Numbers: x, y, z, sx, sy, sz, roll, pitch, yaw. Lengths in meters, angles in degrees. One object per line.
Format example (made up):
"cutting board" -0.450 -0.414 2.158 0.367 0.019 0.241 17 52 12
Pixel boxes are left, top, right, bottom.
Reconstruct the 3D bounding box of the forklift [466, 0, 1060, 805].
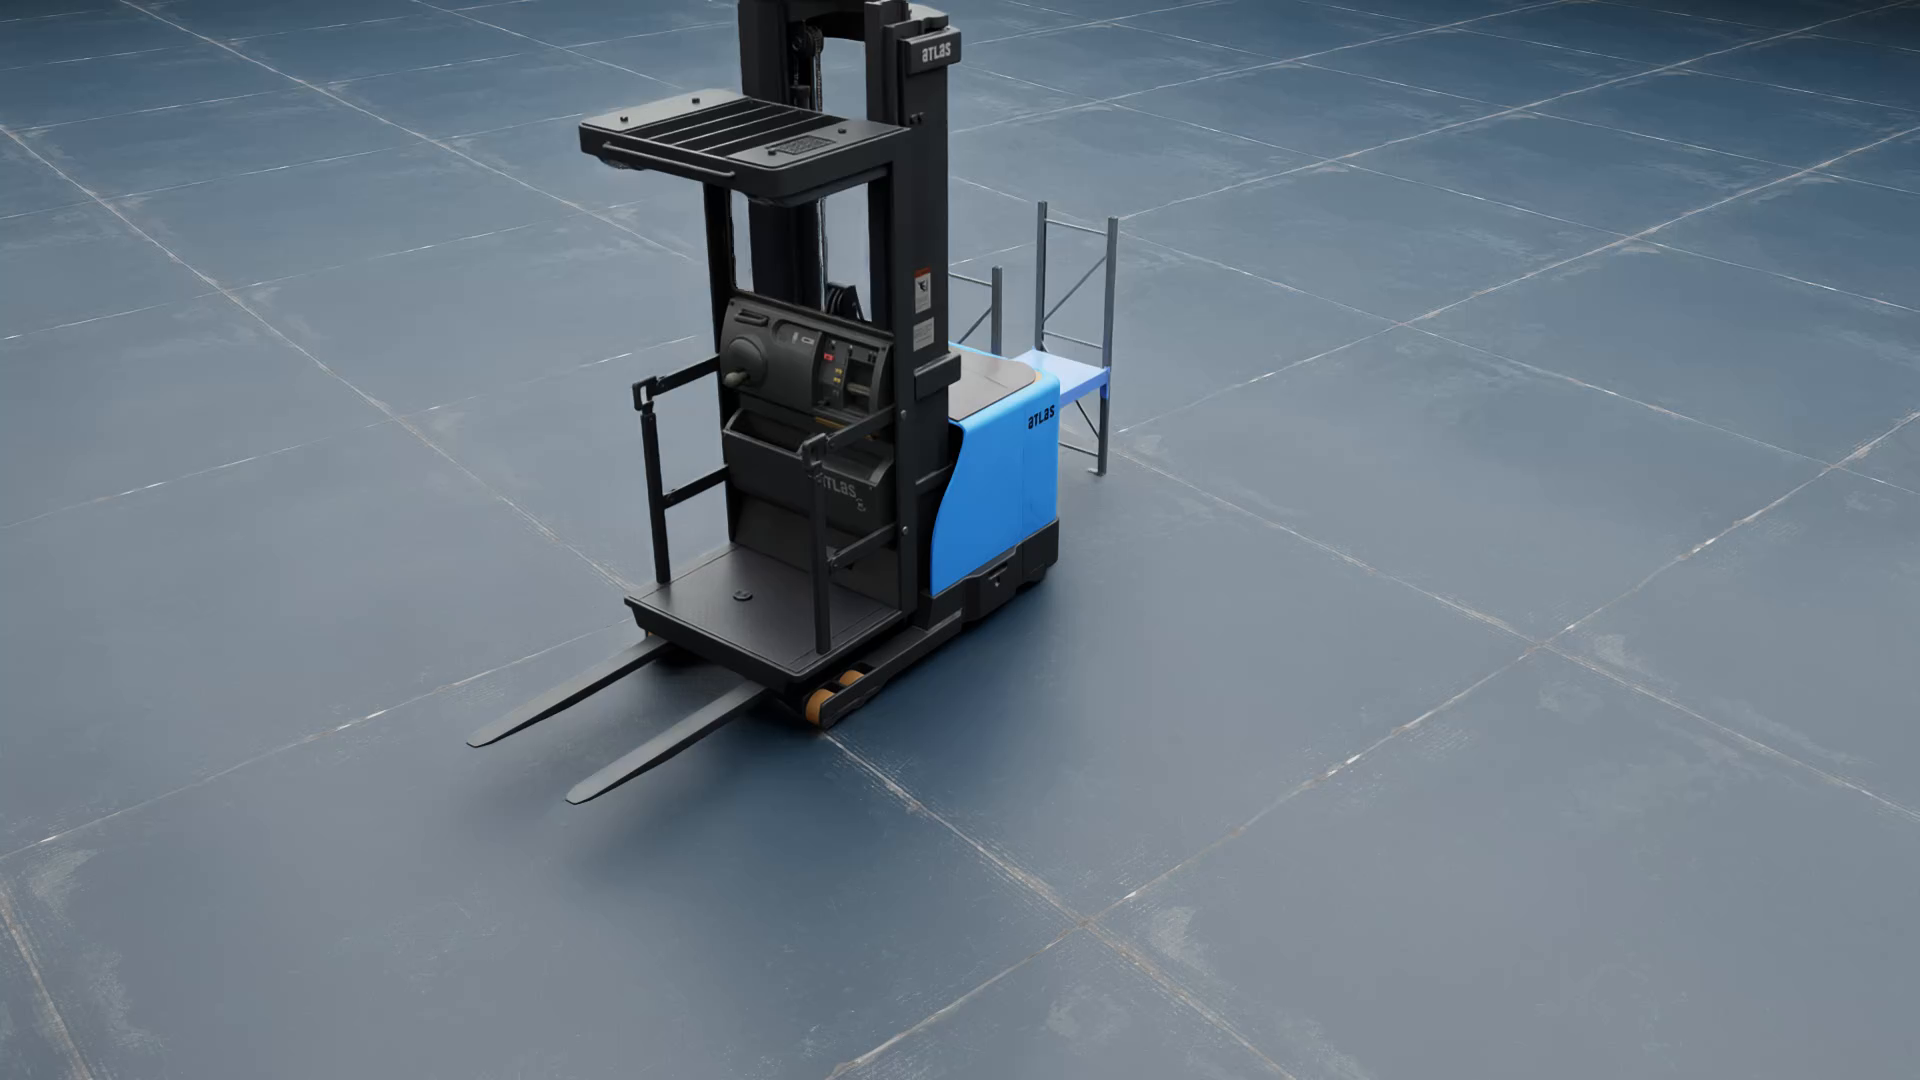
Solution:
"forklift" -0.807 -0.740 7.025 1.130 2.935 3.031 20 34 33

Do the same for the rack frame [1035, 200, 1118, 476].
"rack frame" 0.627 -1.105 9.227 0.500 1.500 0.032 20 34 33

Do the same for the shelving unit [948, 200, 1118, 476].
"shelving unit" 0.313 -0.917 8.874 0.538 1.500 1.048 20 34 33

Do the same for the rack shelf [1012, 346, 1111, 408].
"rack shelf" 0.313 -0.758 8.959 0.538 0.185 1.000 20 34 33

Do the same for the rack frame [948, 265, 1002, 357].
"rack frame" 0.000 -0.728 8.521 0.500 1.500 0.032 20 34 33
